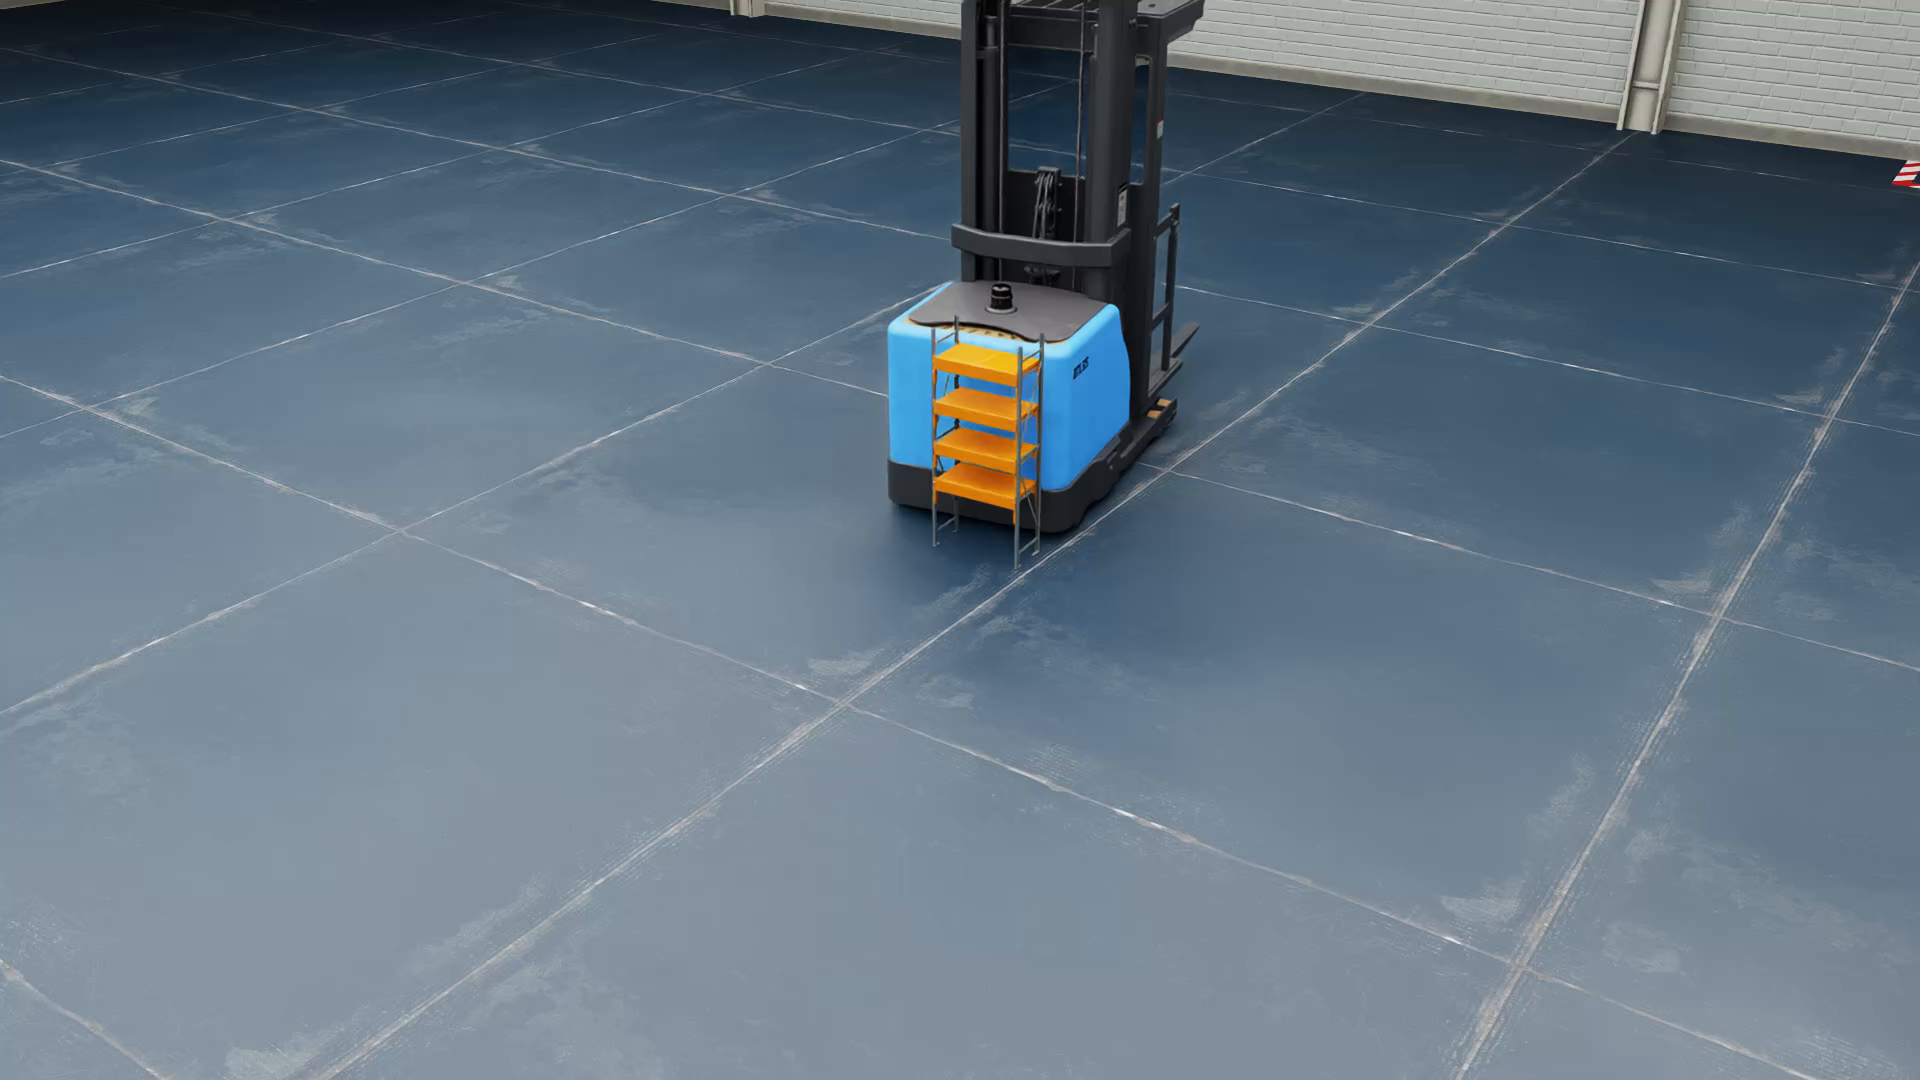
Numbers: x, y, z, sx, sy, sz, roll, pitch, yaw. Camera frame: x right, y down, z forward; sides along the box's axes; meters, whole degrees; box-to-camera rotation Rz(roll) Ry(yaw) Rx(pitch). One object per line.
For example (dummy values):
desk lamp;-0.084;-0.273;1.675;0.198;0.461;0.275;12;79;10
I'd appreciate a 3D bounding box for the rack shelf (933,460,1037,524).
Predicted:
rack shelf;0.134;-0.249;8.503;0.480;0.148;0.258;15;31;27

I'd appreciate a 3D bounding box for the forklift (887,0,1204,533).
forklift;0.671;-1.988;9.426;1.130;2.935;3.031;11;29;21

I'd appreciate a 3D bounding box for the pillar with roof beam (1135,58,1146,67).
pillar with roof beam;-0.425;-8.148;14.839;0.400;9.000;9.100;17;32;30

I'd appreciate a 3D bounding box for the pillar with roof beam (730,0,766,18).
pillar with roof beam;-5.370;-9.688;17.866;0.400;9.000;9.100;17;32;30

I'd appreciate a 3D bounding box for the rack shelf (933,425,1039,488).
rack shelf;0.134;-0.426;8.413;0.480;0.148;0.258;15;31;27

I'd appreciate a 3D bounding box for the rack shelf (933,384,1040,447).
rack shelf;0.134;-0.625;8.311;0.480;0.148;0.258;15;31;27

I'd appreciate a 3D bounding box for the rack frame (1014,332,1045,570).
rack frame;0.343;-0.429;8.270;0.015;1.200;0.240;15;31;27

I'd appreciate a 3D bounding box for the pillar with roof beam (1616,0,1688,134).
pillar with roof beam;4.521;-6.607;11.811;0.400;9.000;9.100;17;32;30

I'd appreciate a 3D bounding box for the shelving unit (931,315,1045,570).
shelving unit;0.134;-0.486;8.382;0.503;1.200;0.258;15;31;27

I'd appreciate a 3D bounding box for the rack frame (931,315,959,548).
rack frame;-0.075;-0.543;8.494;0.015;1.200;0.240;15;31;27

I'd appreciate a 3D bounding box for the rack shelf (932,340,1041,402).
rack shelf;0.134;-0.836;8.204;0.480;0.148;0.258;15;31;27
